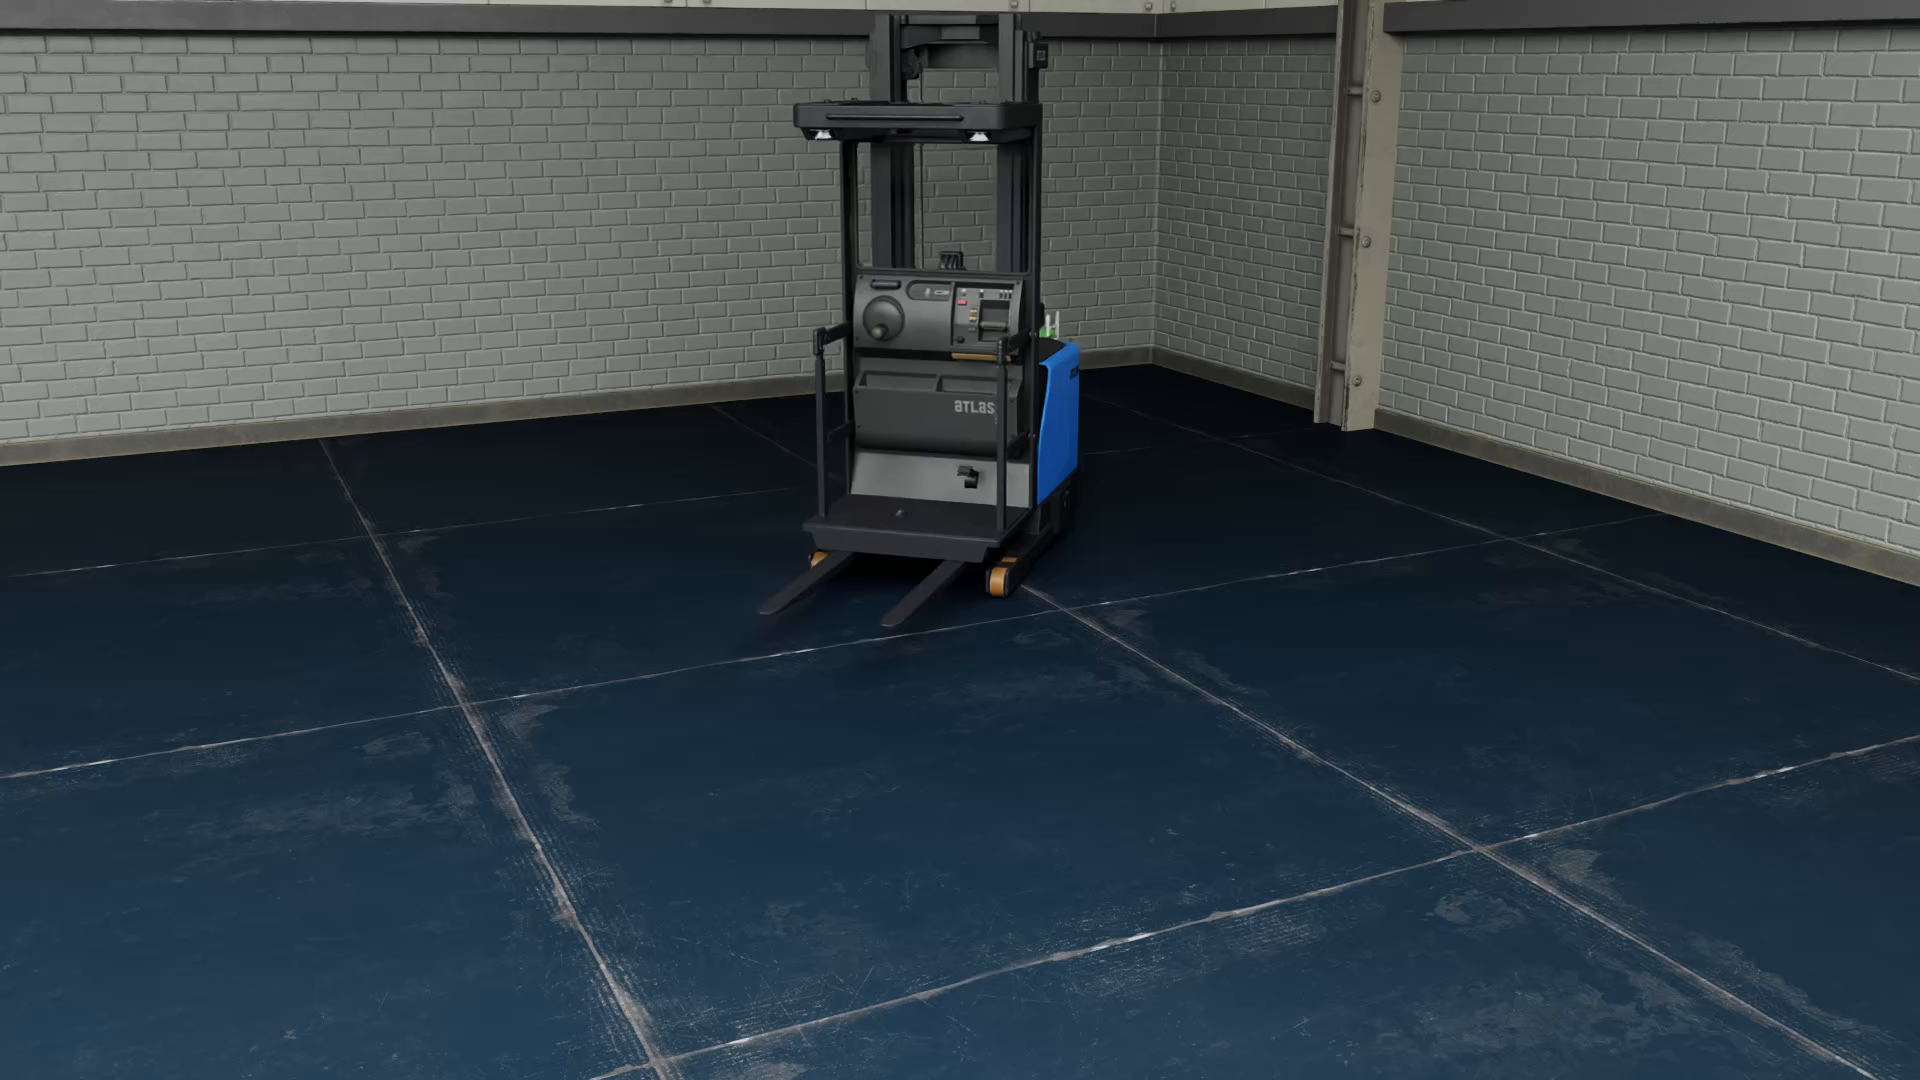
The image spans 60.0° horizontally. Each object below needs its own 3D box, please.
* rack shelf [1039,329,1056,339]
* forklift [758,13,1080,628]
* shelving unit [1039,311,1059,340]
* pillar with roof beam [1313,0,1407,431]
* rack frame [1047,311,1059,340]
[{"bbox_3d":[0.341,-1.244,10.388,0.480,0.148,0.258,5,15,17],"label":"rack shelf"},{"bbox_3d":[-0.182,-1.227,8.713,1.130,2.935,3.031,5,17,16],"label":"forklift"},{"bbox_3d":[0.337,-0.841,10.490,0.503,1.200,0.258,5,15,17],"label":"shelving unit"},{"bbox_3d":[-0.894,-4.697,9.806,9.100,9.000,0.400,-8,18,-25],"label":"pillar with roof beam"},{"bbox_3d":[0.569,-0.820,10.418,0.015,1.200,0.240,5,15,17],"label":"rack frame"}]
